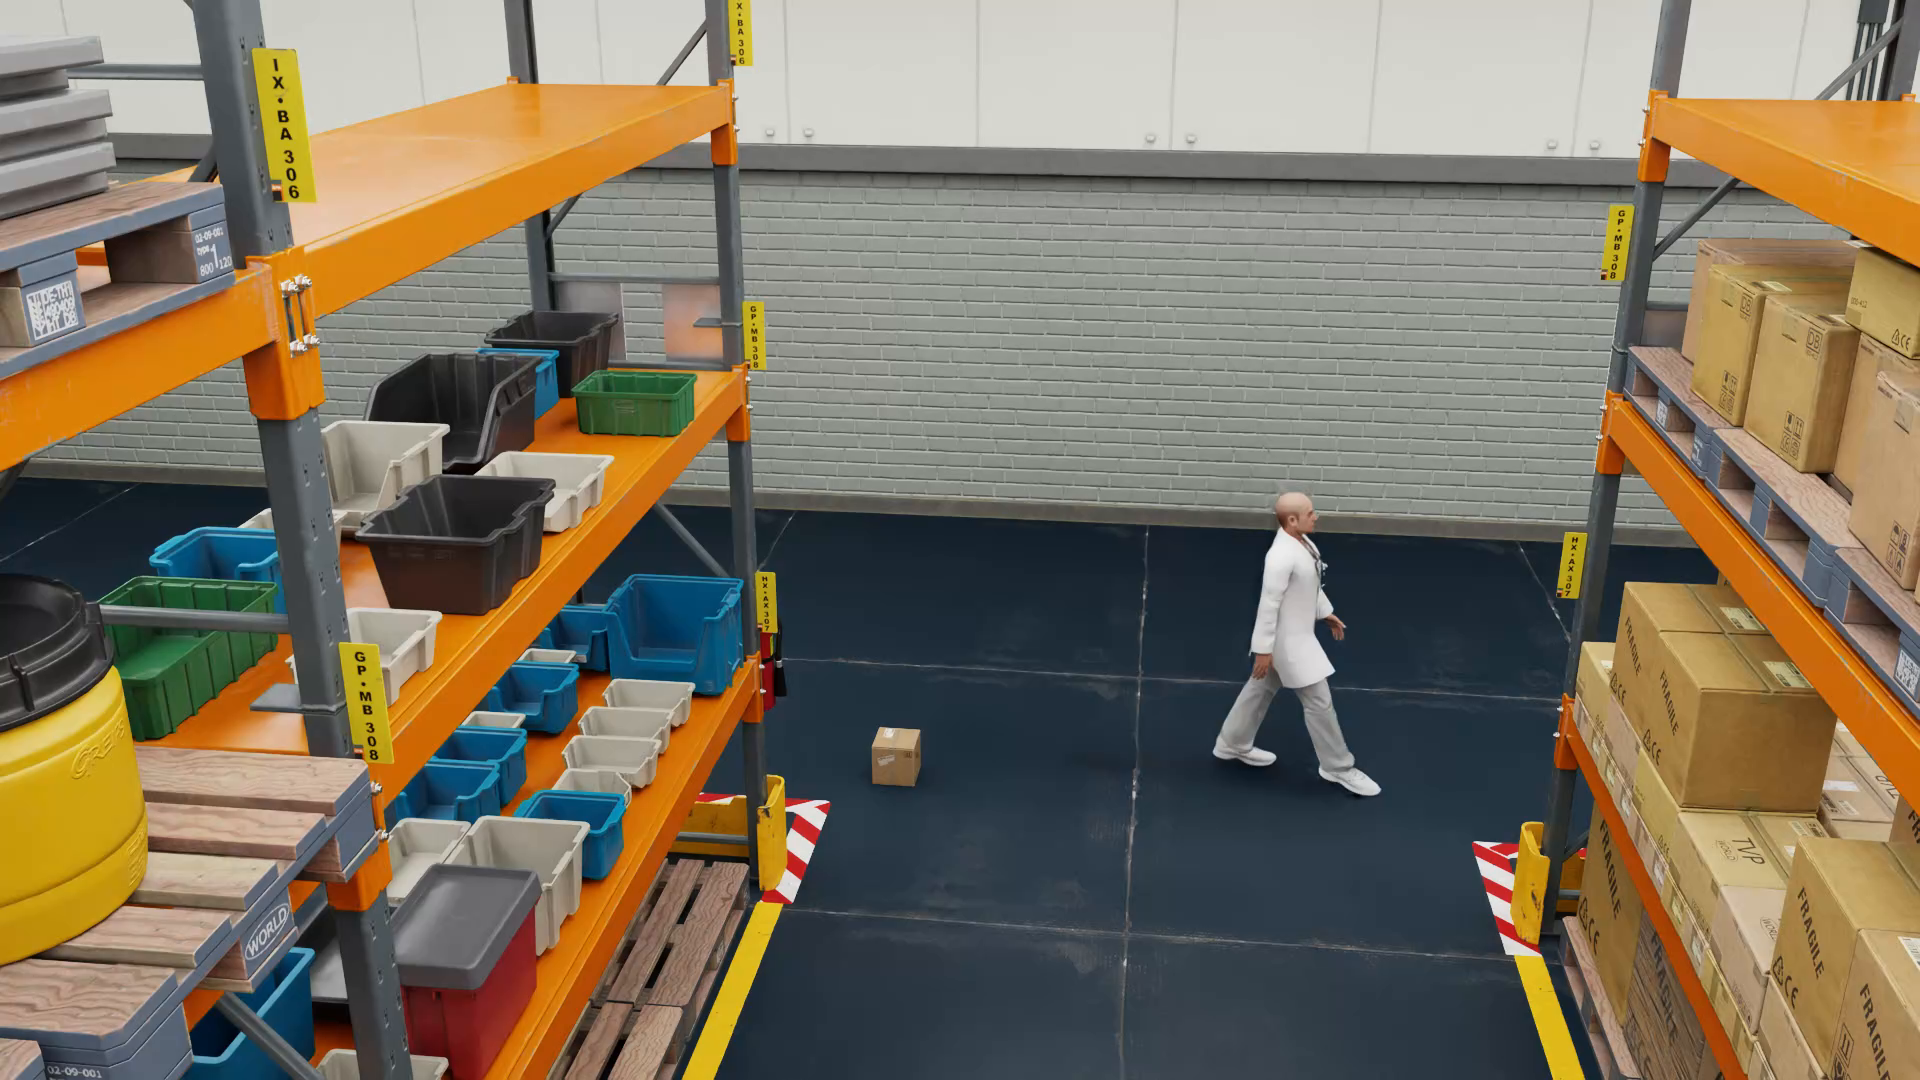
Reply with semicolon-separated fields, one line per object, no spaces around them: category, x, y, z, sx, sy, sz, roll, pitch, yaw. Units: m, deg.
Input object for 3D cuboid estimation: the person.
person;1.996;0.559;9.594;0.990;1.748;0.616;5;21;13
